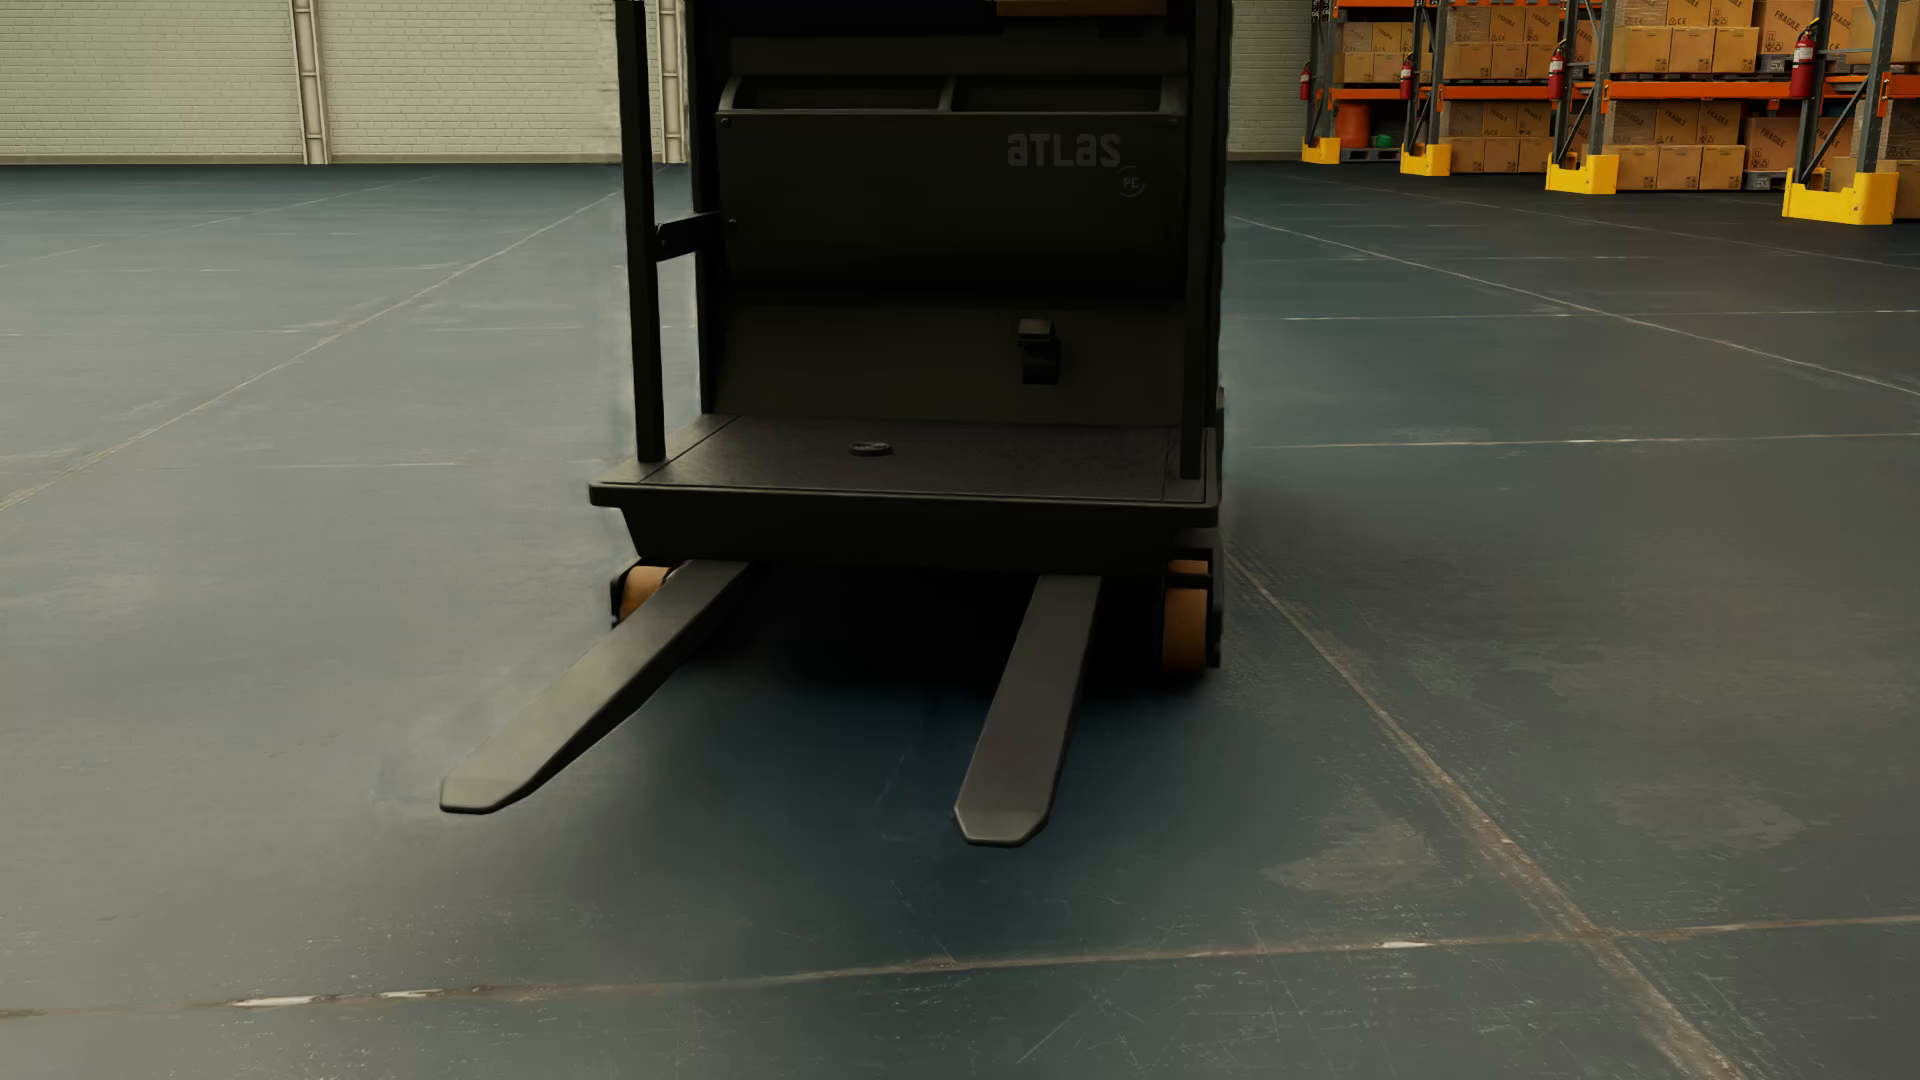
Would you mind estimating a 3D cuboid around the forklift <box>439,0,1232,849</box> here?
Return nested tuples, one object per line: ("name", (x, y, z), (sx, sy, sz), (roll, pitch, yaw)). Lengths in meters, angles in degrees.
("forklift", (-0.045, -1.265, 2.984), (1.130, 2.935, 3.031), (2, 15, 8))
